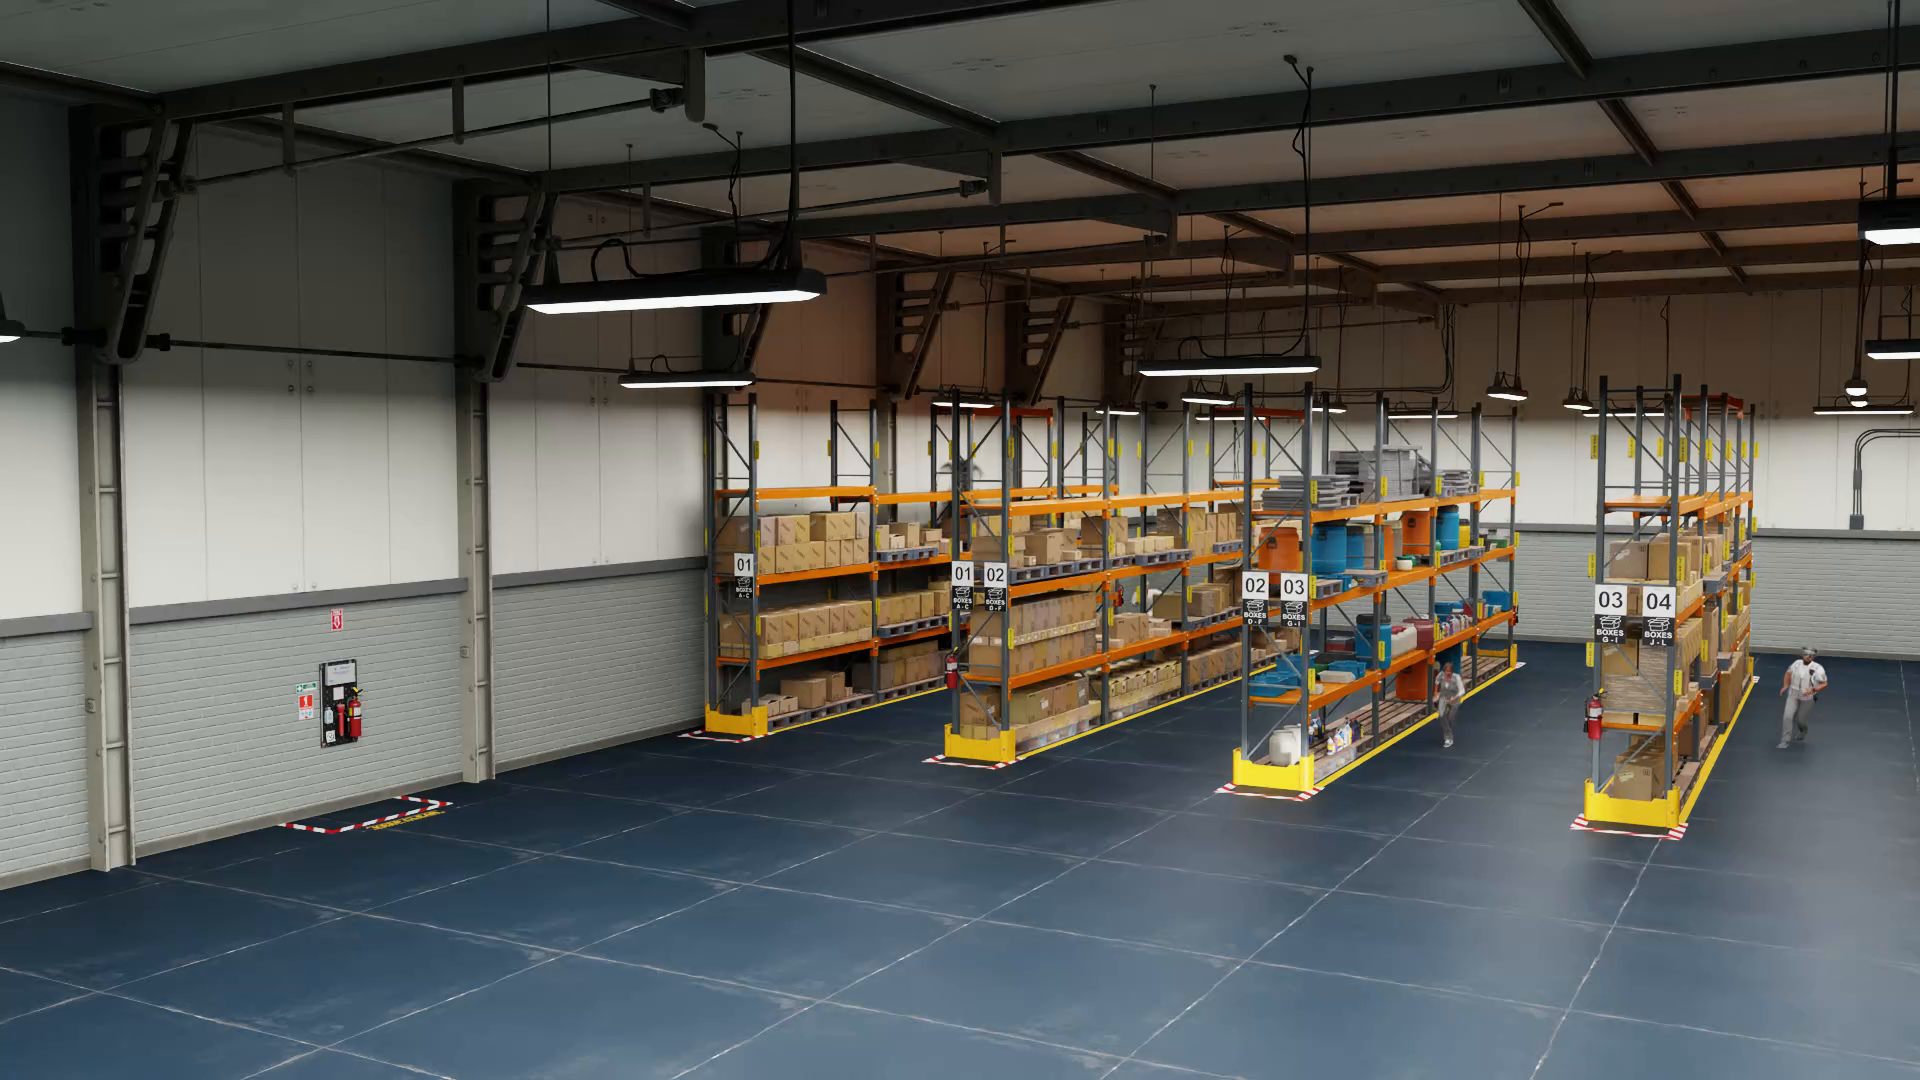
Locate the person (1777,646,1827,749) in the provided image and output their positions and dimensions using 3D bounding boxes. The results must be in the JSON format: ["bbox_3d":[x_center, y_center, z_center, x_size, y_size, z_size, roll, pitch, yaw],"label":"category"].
[{"bbox_3d":[14.166,2.628,27.919,0.711,1.730,0.876,3,4,41],"label":"person"}]

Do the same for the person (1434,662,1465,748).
[{"bbox_3d":[8.309,2.806,28.200,0.542,1.318,0.961,1,3,23],"label":"person"}]

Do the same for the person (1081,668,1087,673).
[{"bbox_3d":[2.561,2.386,34.058,0.659,1.633,0.979,1,3,18],"label":"person"}]

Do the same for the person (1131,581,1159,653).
[{"bbox_3d":[4.646,1.902,41.383,0.710,1.801,1.002,1,3,23],"label":"person"}]
